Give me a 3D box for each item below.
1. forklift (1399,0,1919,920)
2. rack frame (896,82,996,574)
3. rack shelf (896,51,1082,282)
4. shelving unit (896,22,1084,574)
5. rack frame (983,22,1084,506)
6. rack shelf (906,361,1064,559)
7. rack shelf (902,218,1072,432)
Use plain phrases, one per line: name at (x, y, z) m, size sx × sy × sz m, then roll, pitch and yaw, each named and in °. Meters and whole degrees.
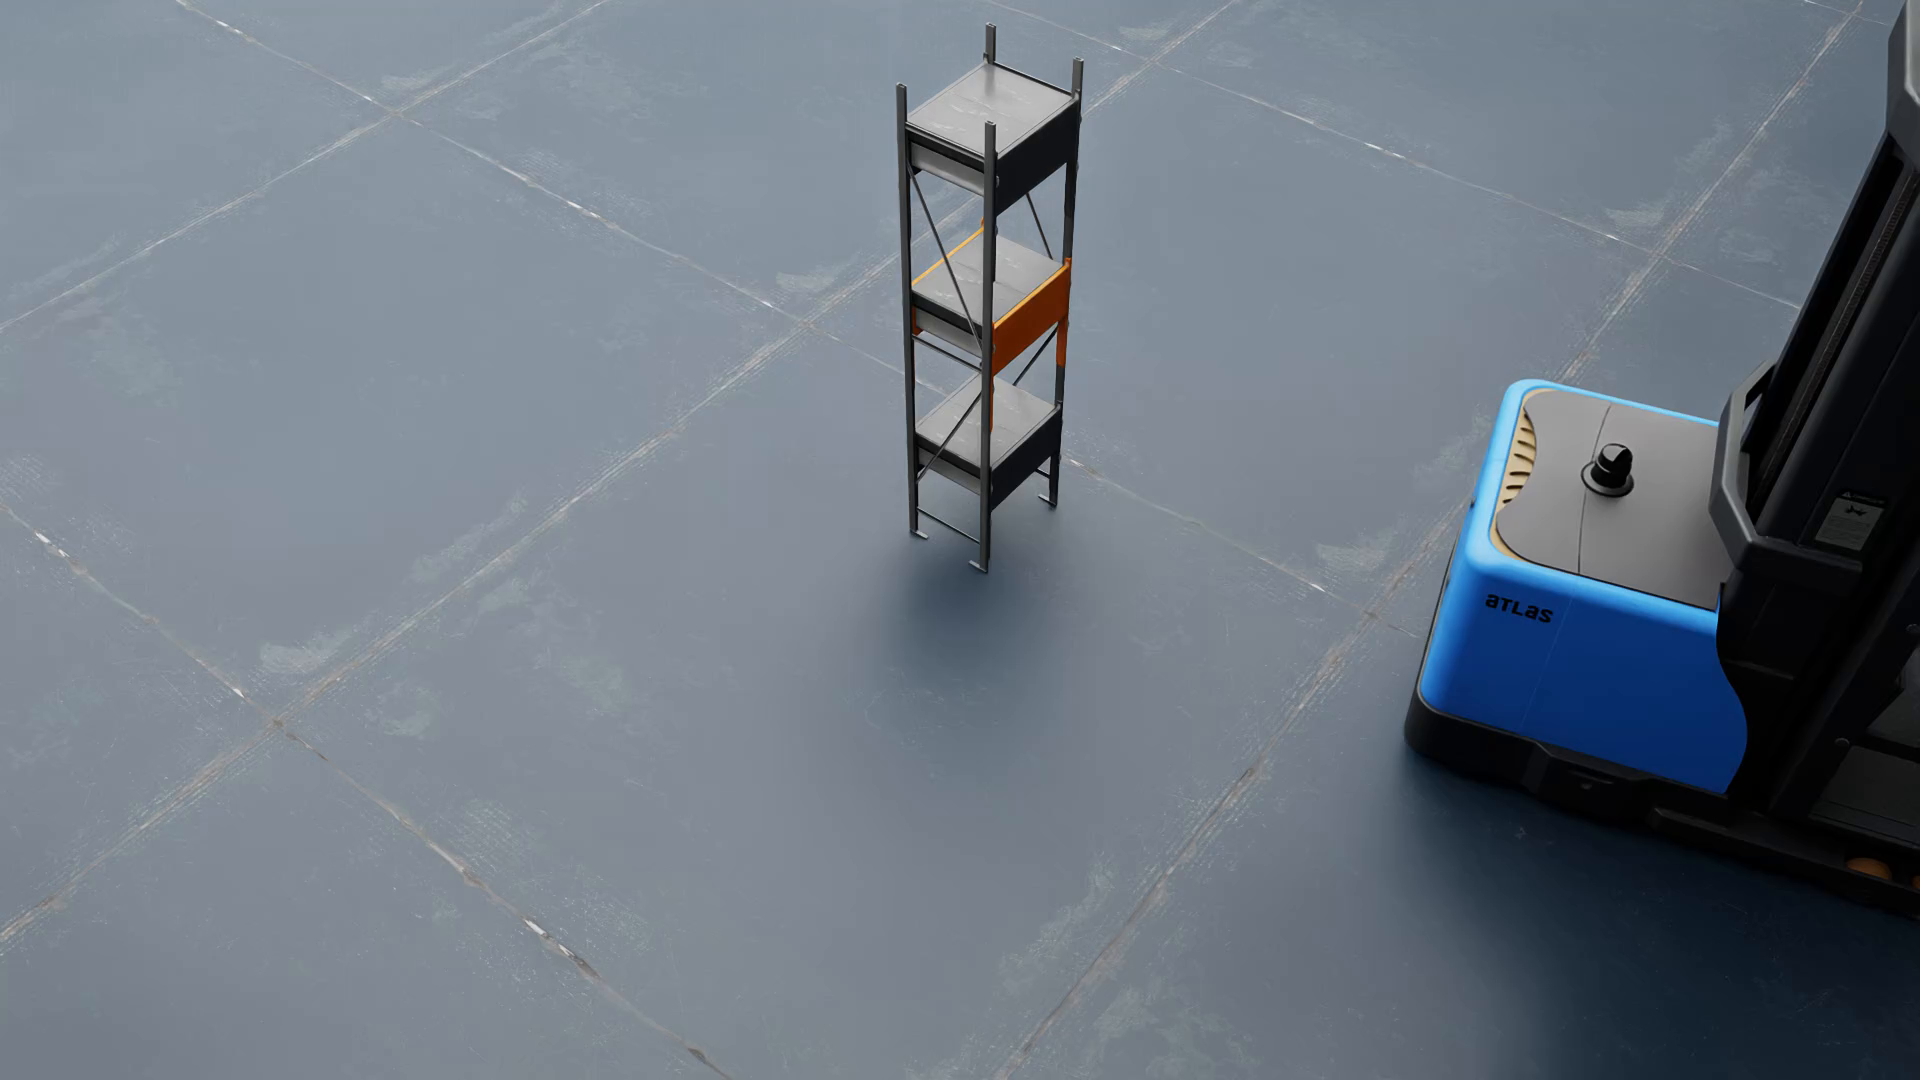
forklift at (3.193, -0.157, 5.037) m, size 3.031 × 2.935 × 1.130 m, roll 16°, pitch 48°, yaw 15°
rack frame at (-0.048, -0.680, 6.113) m, size 0.400 × 2.100 × 0.015 m, roll 29°, pitch 53°, yaw 25°
rack shelf at (0.101, -1.294, 5.750) m, size 0.431 × 0.518 × 0.480 m, roll 29°, pitch 53°, yaw 25°
shelving unit at (0.101, -0.820, 6.246) m, size 0.431 × 2.100 × 0.503 m, roll 29°, pitch 53°, yaw 25°
rack frame at (0.250, -0.960, 6.379) m, size 0.400 × 2.100 × 0.015 m, roll 29°, pitch 53°, yaw 25°
rack shelf at (0.101, -0.327, 6.762) m, size 0.431 × 0.518 × 0.480 m, roll 29°, pitch 53°, yaw 25°
rack shelf at (0.101, -0.811, 6.256) m, size 0.431 × 0.518 × 0.480 m, roll 29°, pitch 53°, yaw 25°
